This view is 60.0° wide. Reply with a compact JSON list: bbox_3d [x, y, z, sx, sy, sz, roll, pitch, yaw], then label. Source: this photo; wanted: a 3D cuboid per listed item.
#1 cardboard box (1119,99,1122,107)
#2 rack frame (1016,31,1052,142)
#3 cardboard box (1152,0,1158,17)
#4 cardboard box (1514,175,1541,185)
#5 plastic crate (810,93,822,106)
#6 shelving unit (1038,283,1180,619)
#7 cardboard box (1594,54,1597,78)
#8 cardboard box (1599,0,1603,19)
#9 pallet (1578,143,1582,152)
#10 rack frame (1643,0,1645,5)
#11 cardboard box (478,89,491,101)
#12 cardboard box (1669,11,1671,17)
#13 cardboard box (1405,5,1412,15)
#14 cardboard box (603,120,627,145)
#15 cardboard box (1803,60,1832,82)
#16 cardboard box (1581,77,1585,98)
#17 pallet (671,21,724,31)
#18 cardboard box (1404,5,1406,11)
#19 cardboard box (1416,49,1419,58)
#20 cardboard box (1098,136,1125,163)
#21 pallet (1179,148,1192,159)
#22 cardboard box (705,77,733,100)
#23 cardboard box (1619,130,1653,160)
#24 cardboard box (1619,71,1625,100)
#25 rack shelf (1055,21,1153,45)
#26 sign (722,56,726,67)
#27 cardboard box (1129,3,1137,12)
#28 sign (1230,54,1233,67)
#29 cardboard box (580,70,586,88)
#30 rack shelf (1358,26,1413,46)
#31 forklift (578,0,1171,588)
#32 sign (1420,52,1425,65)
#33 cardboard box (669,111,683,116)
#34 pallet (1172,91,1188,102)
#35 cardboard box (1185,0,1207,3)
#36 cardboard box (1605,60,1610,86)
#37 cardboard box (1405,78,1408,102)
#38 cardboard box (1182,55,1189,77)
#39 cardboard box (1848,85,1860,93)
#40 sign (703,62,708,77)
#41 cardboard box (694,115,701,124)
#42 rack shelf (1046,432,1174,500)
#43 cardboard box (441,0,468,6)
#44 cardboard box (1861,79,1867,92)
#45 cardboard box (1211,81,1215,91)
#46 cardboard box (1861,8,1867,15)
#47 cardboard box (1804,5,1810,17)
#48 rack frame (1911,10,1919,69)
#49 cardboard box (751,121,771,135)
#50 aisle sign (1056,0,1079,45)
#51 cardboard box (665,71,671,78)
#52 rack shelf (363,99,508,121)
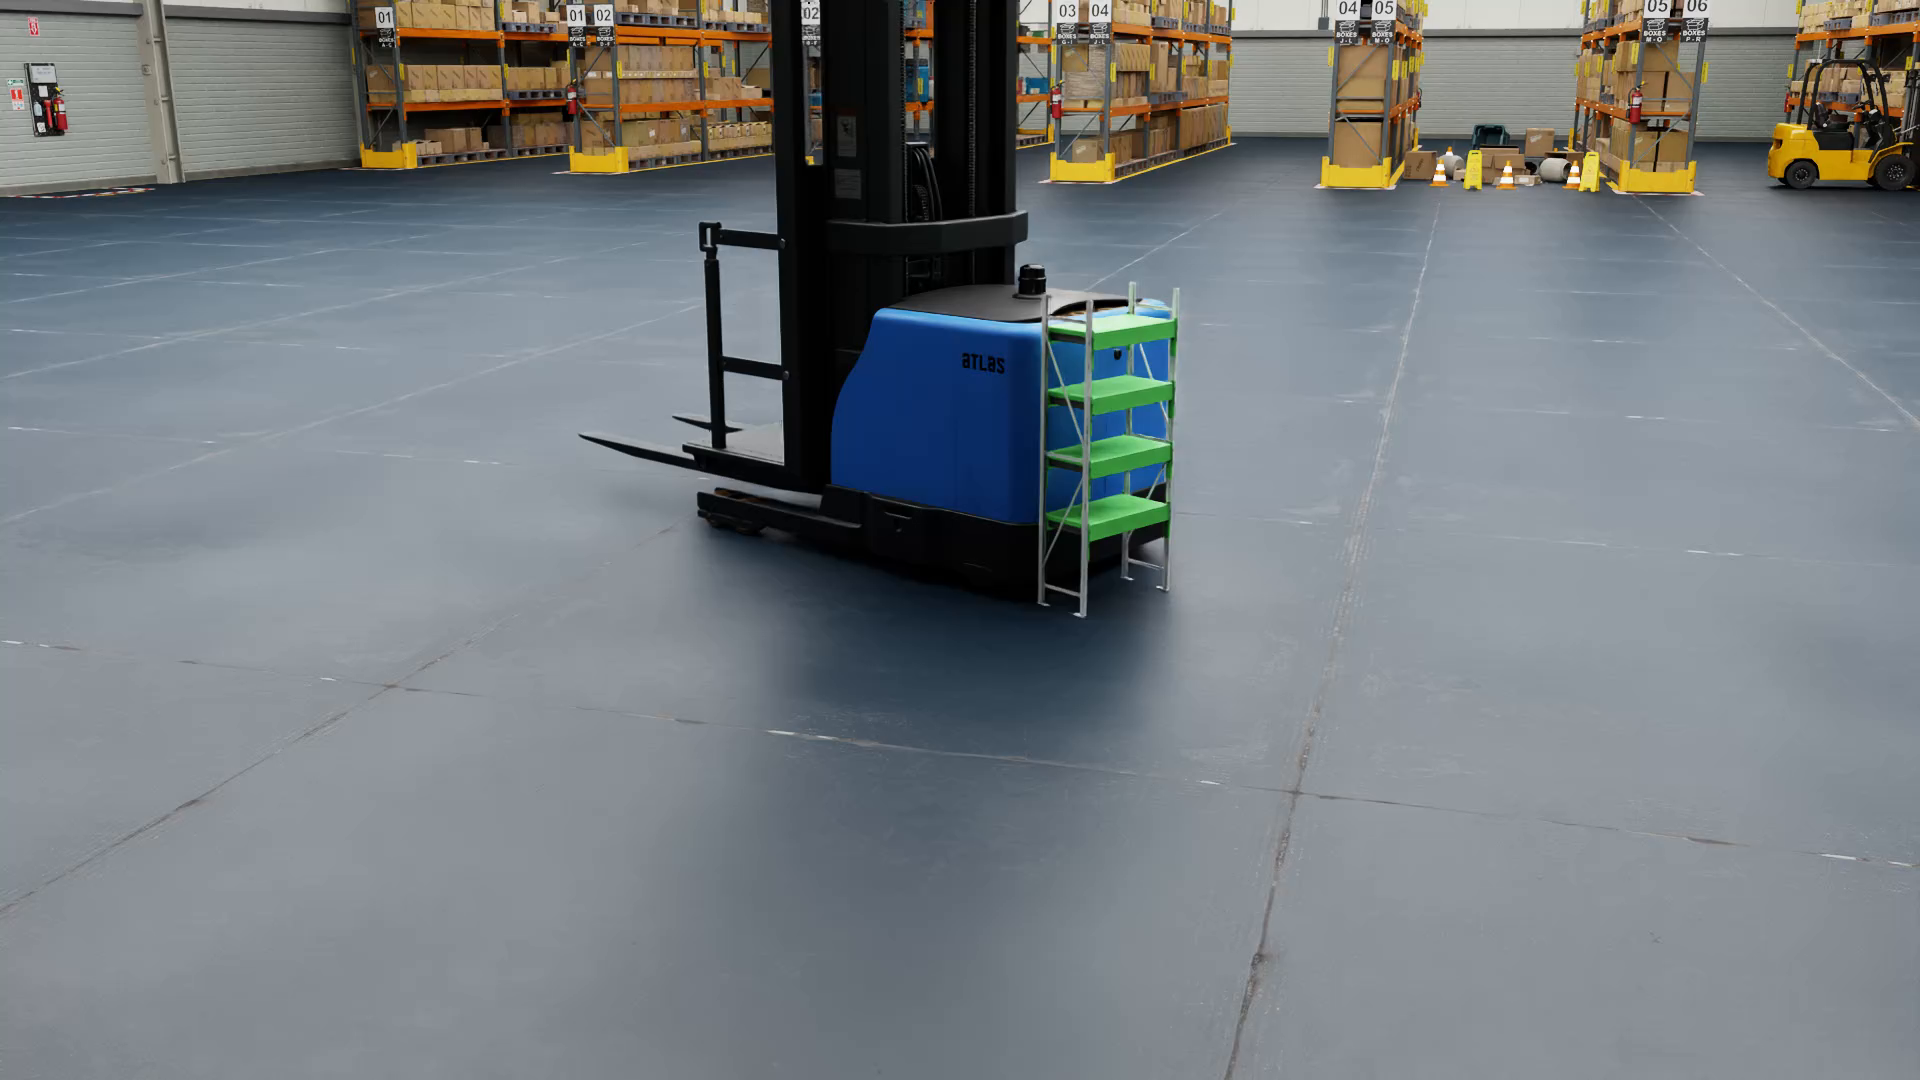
[{"bbox_3d":[2.861,-8.295,31.537,0.380,0.149,0.250,5,16,16],"label":"cardboard box"},{"bbox_3d":[2.045,-12.670,46.500,1.000,3.000,0.127,5,16,16],"label":"rack frame"},{"bbox_3d":[3.612,-10.956,34.003,0.797,0.503,0.637,4,16,13],"label":"cardboard box"},{"bbox_3d":[10.184,-6.459,29.828,0.250,0.149,0.380,-15,21,-41],"label":"cardboard box"},{"bbox_3d":[-2.646,-8.566,32.306,0.499,0.251,0.616,5,16,16],"label":"plastic crate"},{"bbox_3d":[0.567,-0.351,6.368,0.503,1.200,0.258,-15,21,-42],"label":"shelving unit"},{"bbox_3d":[14.354,-10.505,36.853,0.500,0.500,0.500,4,16,15],"label":"cardboard box"},{"bbox_3d":[14.245,-11.601,36.282,0.500,0.500,0.500,5,17,16],"label":"cardboard box"},{"bbox_3d":[15.795,-9.642,40.937,1.003,0.211,1.213,5,16,16],"label":"pallet"},{"bbox_3d":[11.749,-10.217,26.860,1.000,3.000,0.127,5,16,16],"label":"rack frame"},{"bbox_3d":[-10.857,-9.959,37.181,0.500,0.250,0.500,5,17,16],"label":"cardboard box"},{"bbox_3d":[12.370,-8.994,28.503,0.380,0.149,0.250,4,16,14],"label":"cardboard box"},{"bbox_3d":[9.022,-11.046,34.144,0.500,0.500,0.500,5,16,16],"label":"cardboard box"},{"bbox_3d":[-7.112,-8.535,34.818,0.500,0.500,0.500,5,16,16],"label":"cardboard box"},{"bbox_3d":[20.242,-11.074,39.232,0.500,0.500,0.500,5,17,17],"label":"cardboard box"},{"bbox_3d":[15.315,-10.927,40.175,0.500,0.500,0.500,4,16,15],"label":"cardboard box"},{"bbox_3d":[-5.875,-11.498,37.223,0.805,0.209,1.217,4,16,14],"label":"pallet"},{"bbox_3d":[8.314,-10.187,31.759,0.380,0.149,0.250,5,16,16],"label":"cardboard box"},{"bbox_3d":[11.052,-11.866,41.105,0.500,0.500,0.500,5,17,17],"label":"cardboard box"},{"bbox_3d":[2.975,-7.725,32.879,0.500,0.500,0.500,3,16,11],"label":"cardboard box"},{"bbox_3d":[4.817,-9.051,38.854,1.003,0.211,1.213,5,16,16],"label":"pallet"},{"bbox_3d":[-5.587,-10.432,38.428,0.500,0.500,0.500,5,16,16],"label":"cardboard box"},{"bbox_3d":[11.871,-6.938,29.187,0.500,0.500,0.500,5,17,18],"label":"cardboard box"},{"bbox_3d":[12.218,-8.212,30.055,0.500,0.500,0.500,4,16,15],"label":"cardboard box"},{"bbox_3d":[2.816,-9.720,31.922,1.077,0.370,4.000,5,16,16],"label":"rack shelf"},{"bbox_3d":[-6.937,-14.063,48.857,0.100,0.325,0.005,5,16,16],"label":"sign"},{"bbox_3d":[3.199,-10.256,32.038,0.380,0.149,0.250,5,17,18],"label":"cardboard box"},{"bbox_3d":[7.310,-12.911,44.795,0.100,0.325,0.005,5,16,16],"label":"sign"},{"bbox_3d":[-9.343,-11.653,42.151,0.500,0.500,0.500,5,17,18],"label":"cardboard box"},{"bbox_3d":[8.679,-10.355,34.162,1.077,0.370,4.000,5,16,16],"label":"rack shelf"},{"bbox_3d":[-0.559,-1.533,7.363,3.031,2.935,1.130,13,20,38],"label":"forklift"},{"bbox_3d":[12.047,-12.535,43.326,0.100,0.325,0.005,5,16,16],"label":"sign"},{"bbox_3d":[-8.007,-11.966,46.642,0.380,0.149,0.250,5,17,18],"label":"cardboard box"},{"bbox_3d":[4.420,-9.905,37.107,1.213,0.211,1.003,5,16,16],"label":"pallet"},{"bbox_3d":[5.931,-13.587,41.726,0.500,0.250,0.500,4,16,12],"label":"cardboard box"},{"bbox_3d":[13.531,-9.581,34.112,0.500,0.500,0.500,6,17,19],"label":"cardboard box"},{"bbox_3d":[9.234,-9.560,35.356,0.500,0.500,0.500,5,16,16],"label":"cardboard box"},{"bbox_3d":[4.932,-11.084,38.887,0.797,0.503,0.637,5,17,17],"label":"cardboard box"},{"bbox_3d":[18.601,-9.323,34.392,0.380,0.149,0.250,5,17,17],"label":"cardboard box"},{"bbox_3d":[-5.580,-10.327,36.510,0.100,0.325,0.005,5,16,16],"label":"sign"},{"bbox_3d":[-7.841,-11.984,47.894,0.700,0.500,0.500,4,16,14],"label":"cardboard box"},{"bbox_3d":[0.567,-0.290,6.386,0.480,0.148,0.258,-15,21,-42],"label":"rack shelf"},{"bbox_3d":[-11.030,-11.846,36.049,0.500,0.500,0.500,4,16,14],"label":"cardboard box"},{"bbox_3d":[18.398,-9.113,33.321,0.500,0.250,0.500,5,16,16],"label":"cardboard box"},{"bbox_3d":[6.188,-11.542,42.256,0.500,0.250,0.500,5,16,16],"label":"cardboard box"},{"bbox_3d":[18.872,-10.916,34.364,0.380,0.149,0.250,5,16,16],"label":"cardboard box"},{"bbox_3d":[20.526,-12.659,39.781,0.500,0.250,0.500,5,16,15],"label":"cardboard box"},{"bbox_3d":[17.645,-7.994,30.015,1.000,3.000,0.127,5,16,16],"label":"rack frame"},{"bbox_3d":[-4.889,-9.955,40.170,0.500,0.311,0.500,5,17,17],"label":"cardboard box"},{"bbox_3d":[1.942,-9.357,30.058,0.394,0.787,0.004,5,16,16],"label":"aisle sign"},{"bbox_3d":[-6.347,-9.855,35.207,0.380,0.149,0.250,5,17,17],"label":"cardboard box"},{"bbox_3d":[-11.432,-9.429,36.394,1.077,0.370,4.000,5,16,16],"label":"rack shelf"}]
